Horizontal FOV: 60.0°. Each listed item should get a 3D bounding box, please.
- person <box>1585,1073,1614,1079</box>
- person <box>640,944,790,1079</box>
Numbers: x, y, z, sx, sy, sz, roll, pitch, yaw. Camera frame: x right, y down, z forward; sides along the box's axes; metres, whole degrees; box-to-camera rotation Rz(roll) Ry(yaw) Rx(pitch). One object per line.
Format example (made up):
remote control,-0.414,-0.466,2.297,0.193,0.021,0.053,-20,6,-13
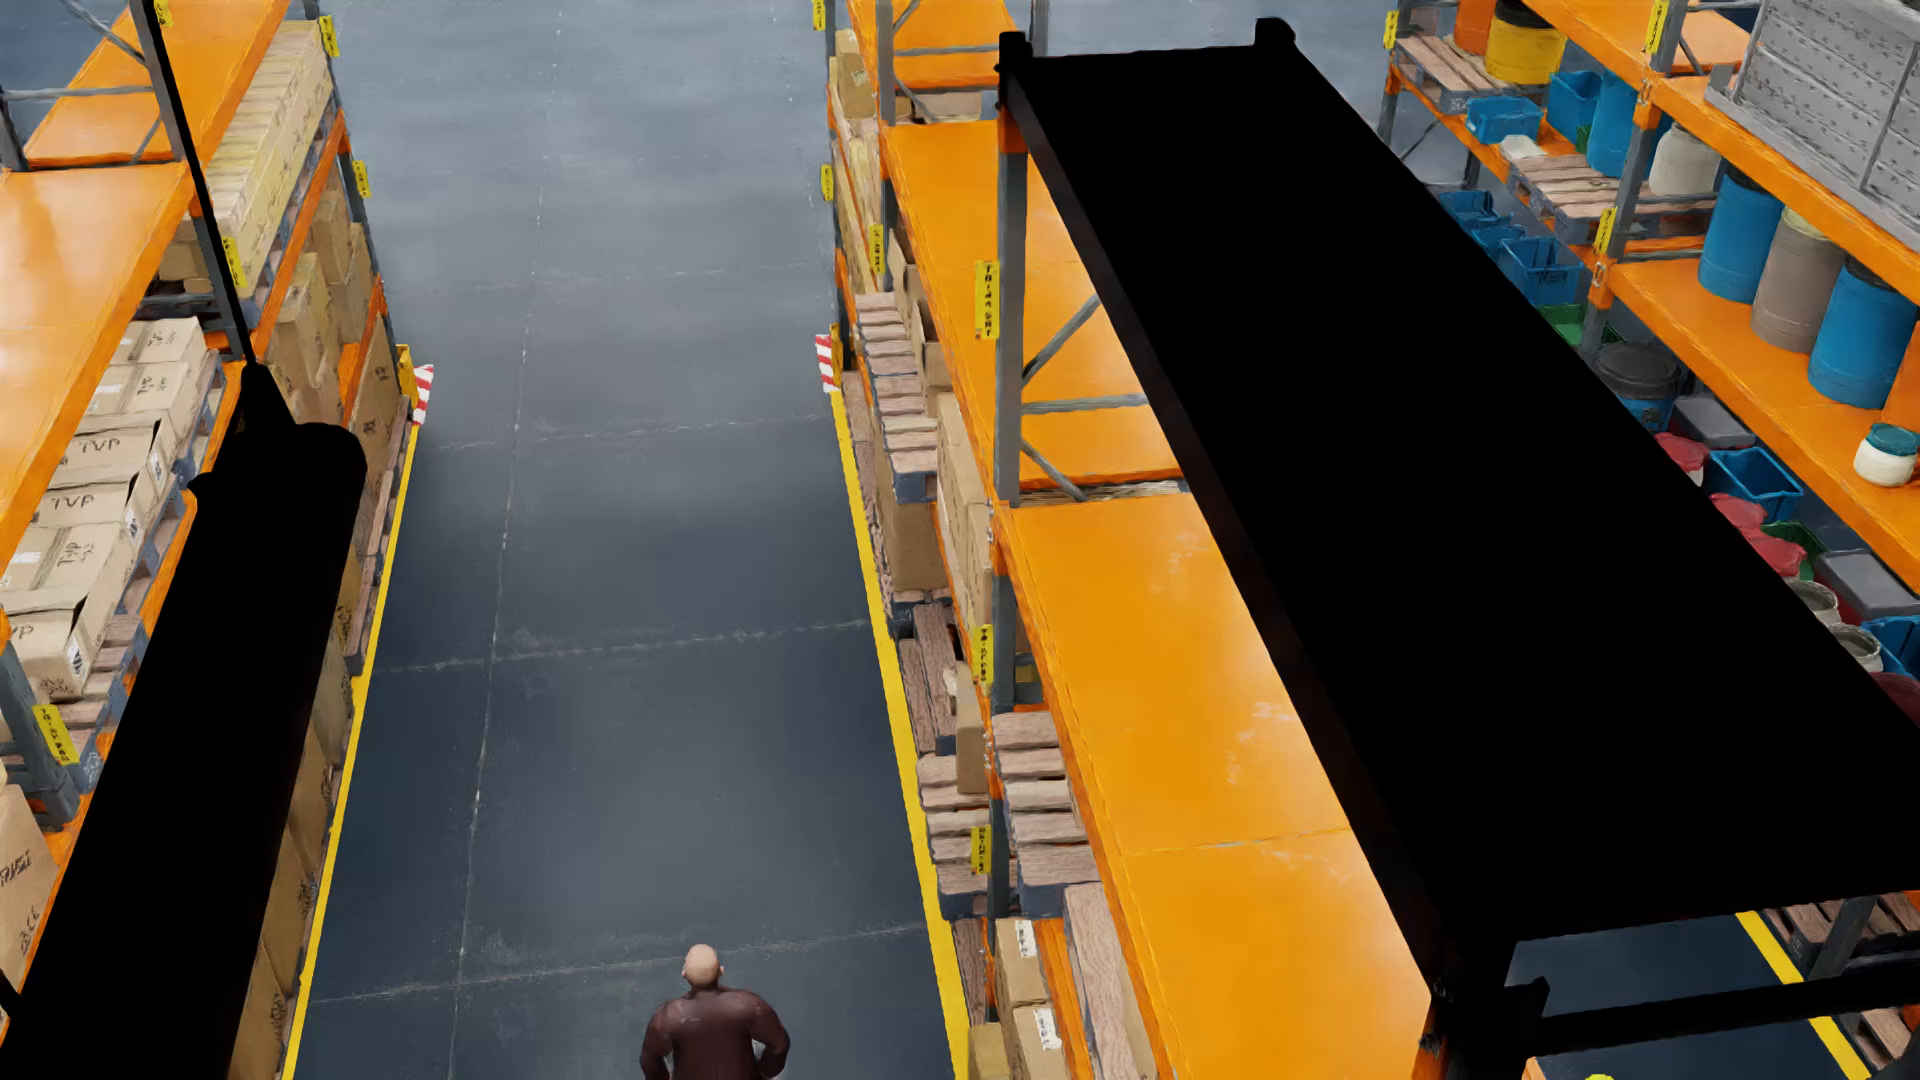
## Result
person,2.815,3.170,7.709,0.614,1.713,0.971,7,37,9
person,-1.190,2.734,8.279,0.729,1.734,0.546,-7,37,-9
